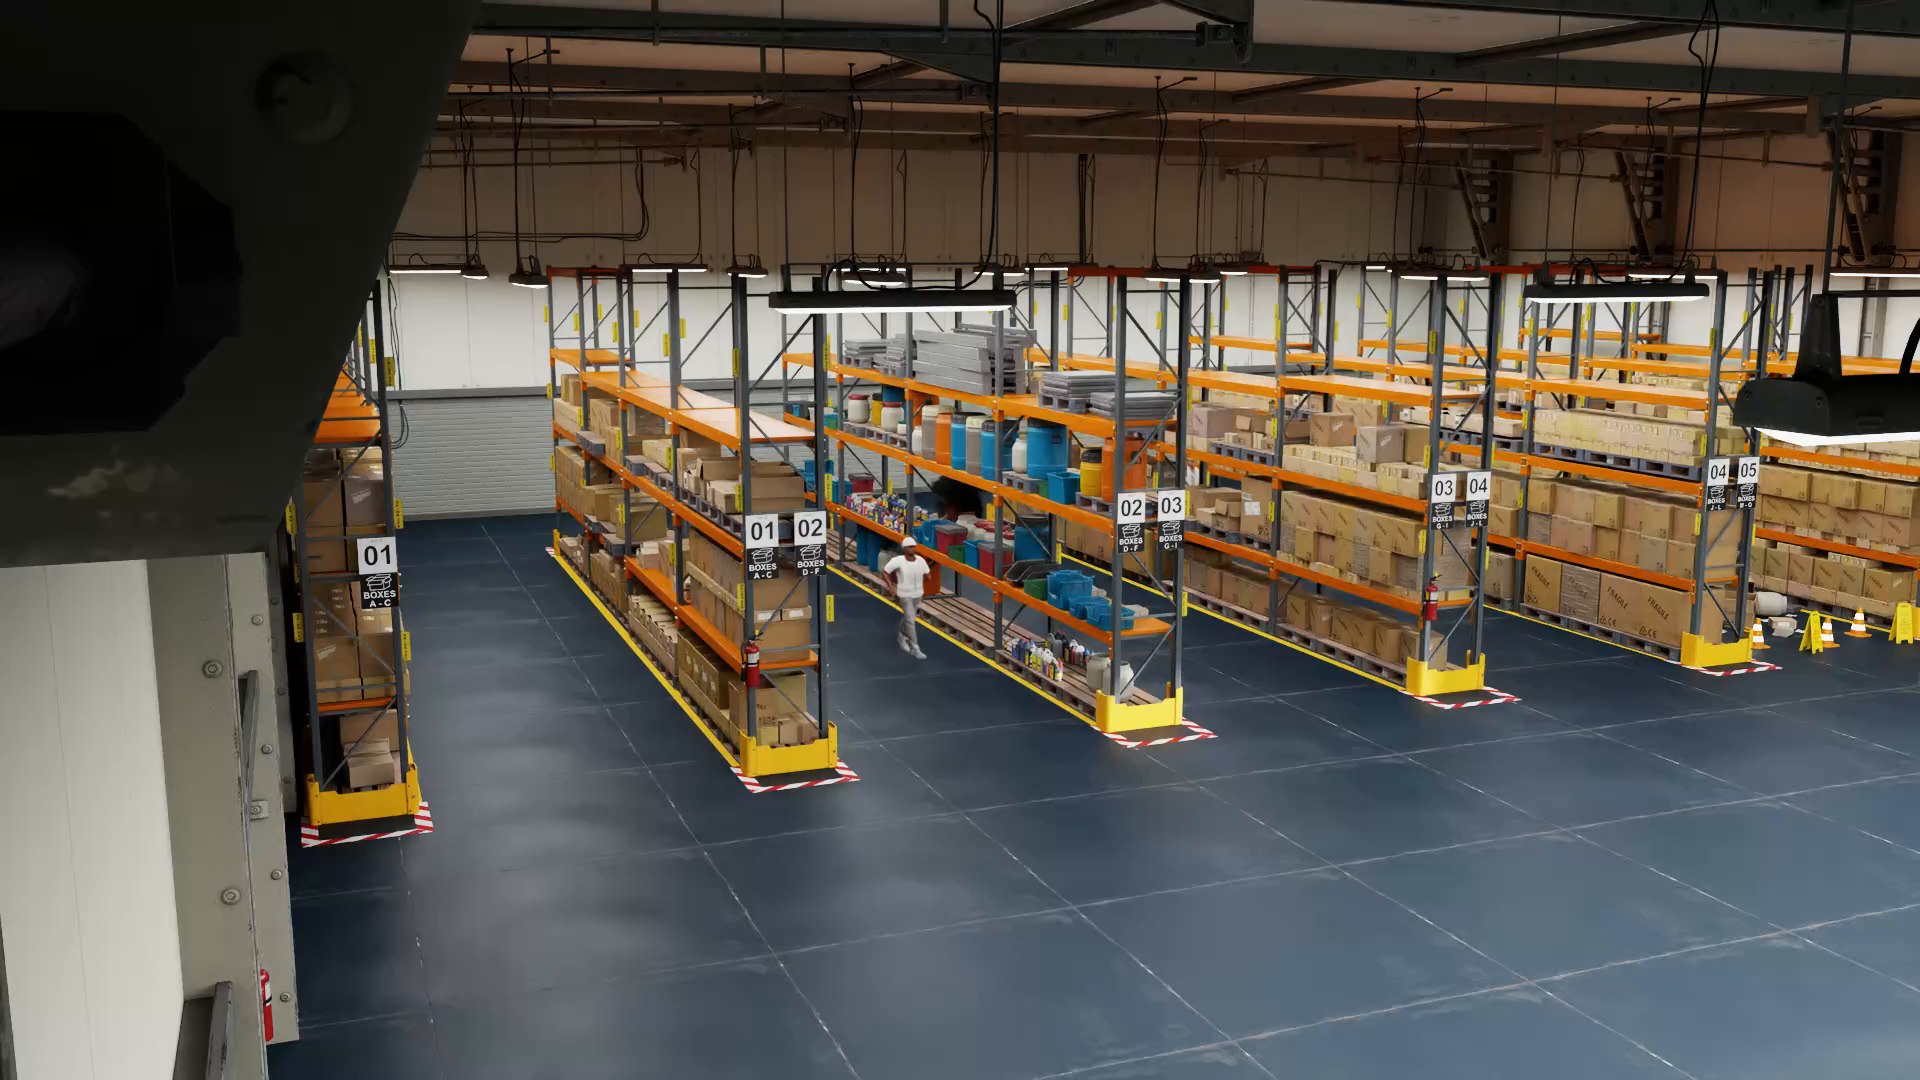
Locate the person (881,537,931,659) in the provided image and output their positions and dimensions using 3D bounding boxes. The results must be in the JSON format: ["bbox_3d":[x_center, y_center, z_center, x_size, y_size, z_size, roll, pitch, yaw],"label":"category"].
[{"bbox_3d":[-0.731,0.855,24.889,0.700,1.804,0.920,-7,12,-35],"label":"person"}]

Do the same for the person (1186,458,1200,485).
[{"bbox_3d":[5.174,-1.006,37.299,0.687,1.759,0.724,-4,11,-24],"label":"person"}]
